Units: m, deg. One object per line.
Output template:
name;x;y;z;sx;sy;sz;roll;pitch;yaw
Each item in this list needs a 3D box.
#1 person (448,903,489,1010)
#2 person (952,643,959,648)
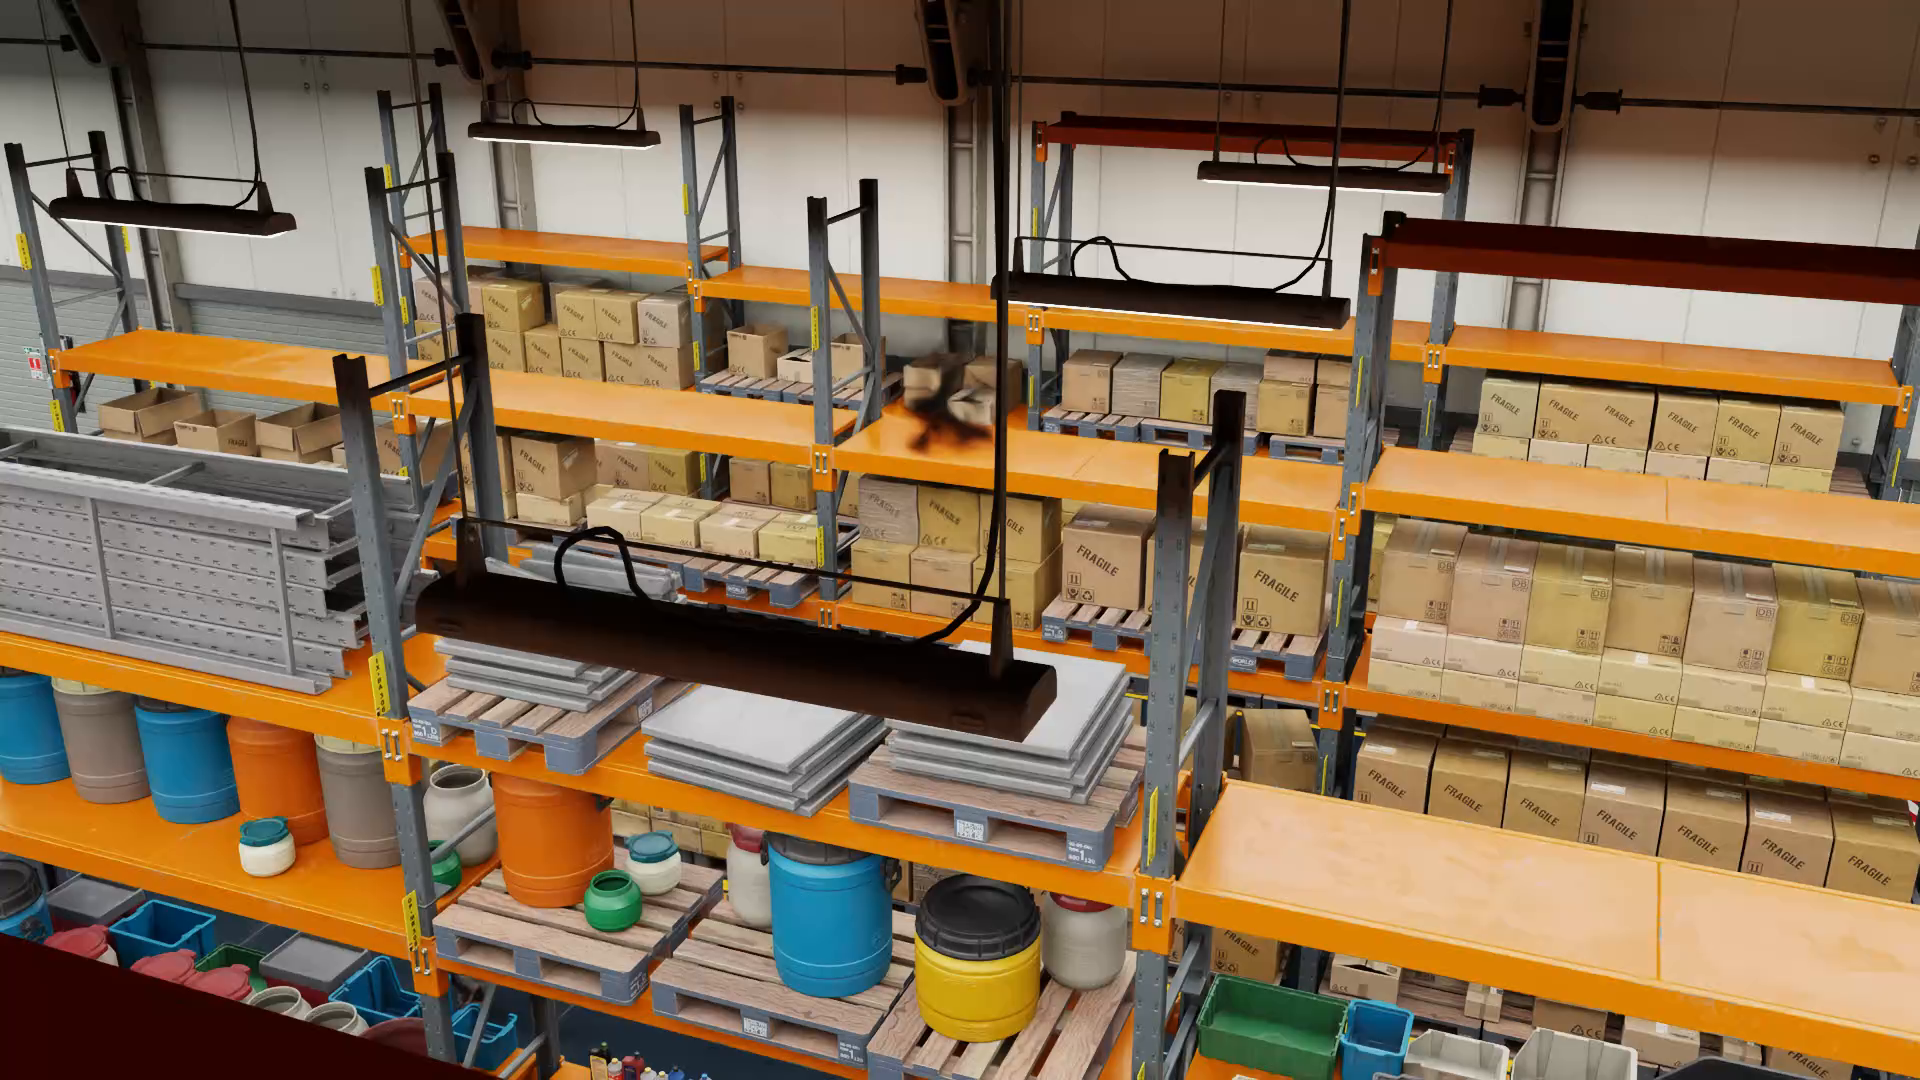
person;-3.900;2.834;12.639;0.572;1.618;0.563;5;21;14
person;0.029;1.732;15.464;0.785;1.713;0.665;6;22;16
